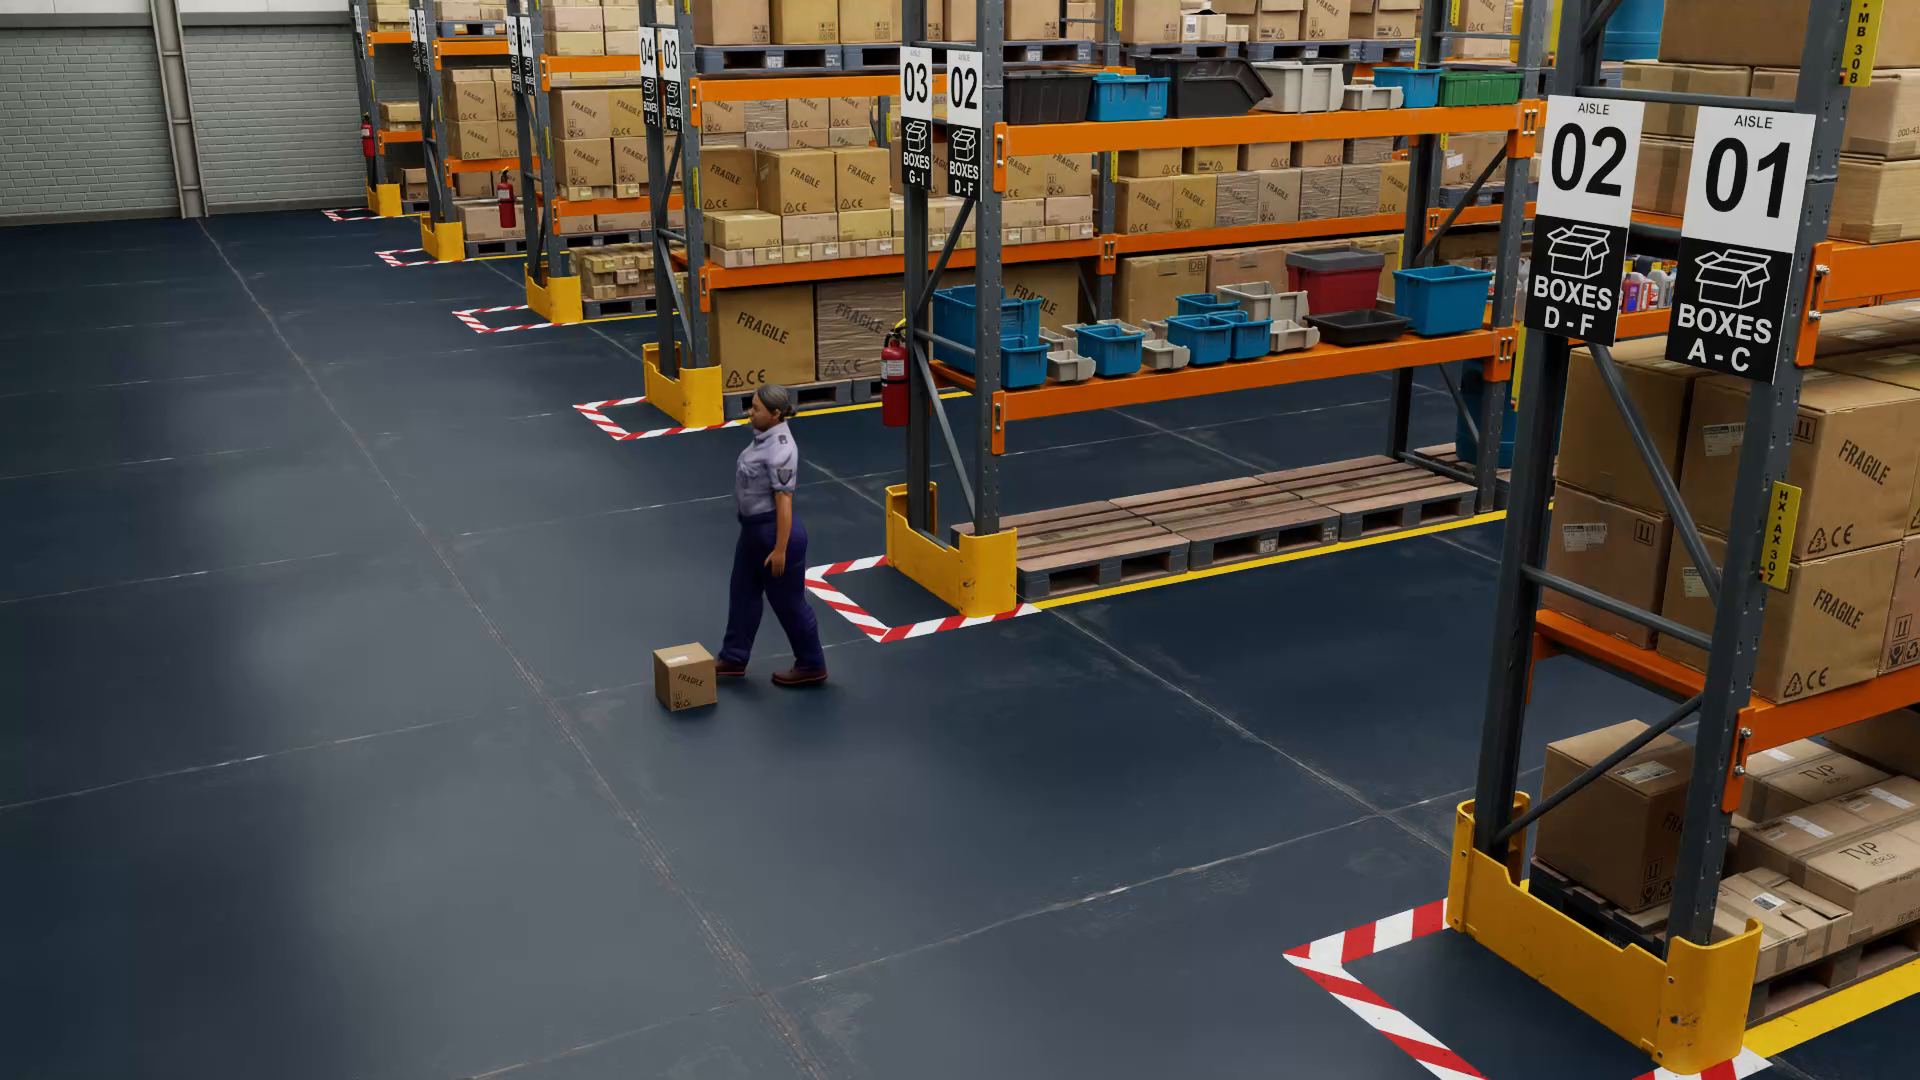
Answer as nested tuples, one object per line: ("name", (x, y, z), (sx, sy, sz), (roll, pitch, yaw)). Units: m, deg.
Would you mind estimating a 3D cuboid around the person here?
("person", (-1.071, -0.011, 8.611), (0.703, 1.630, 0.492), (-5, 19, -15))
